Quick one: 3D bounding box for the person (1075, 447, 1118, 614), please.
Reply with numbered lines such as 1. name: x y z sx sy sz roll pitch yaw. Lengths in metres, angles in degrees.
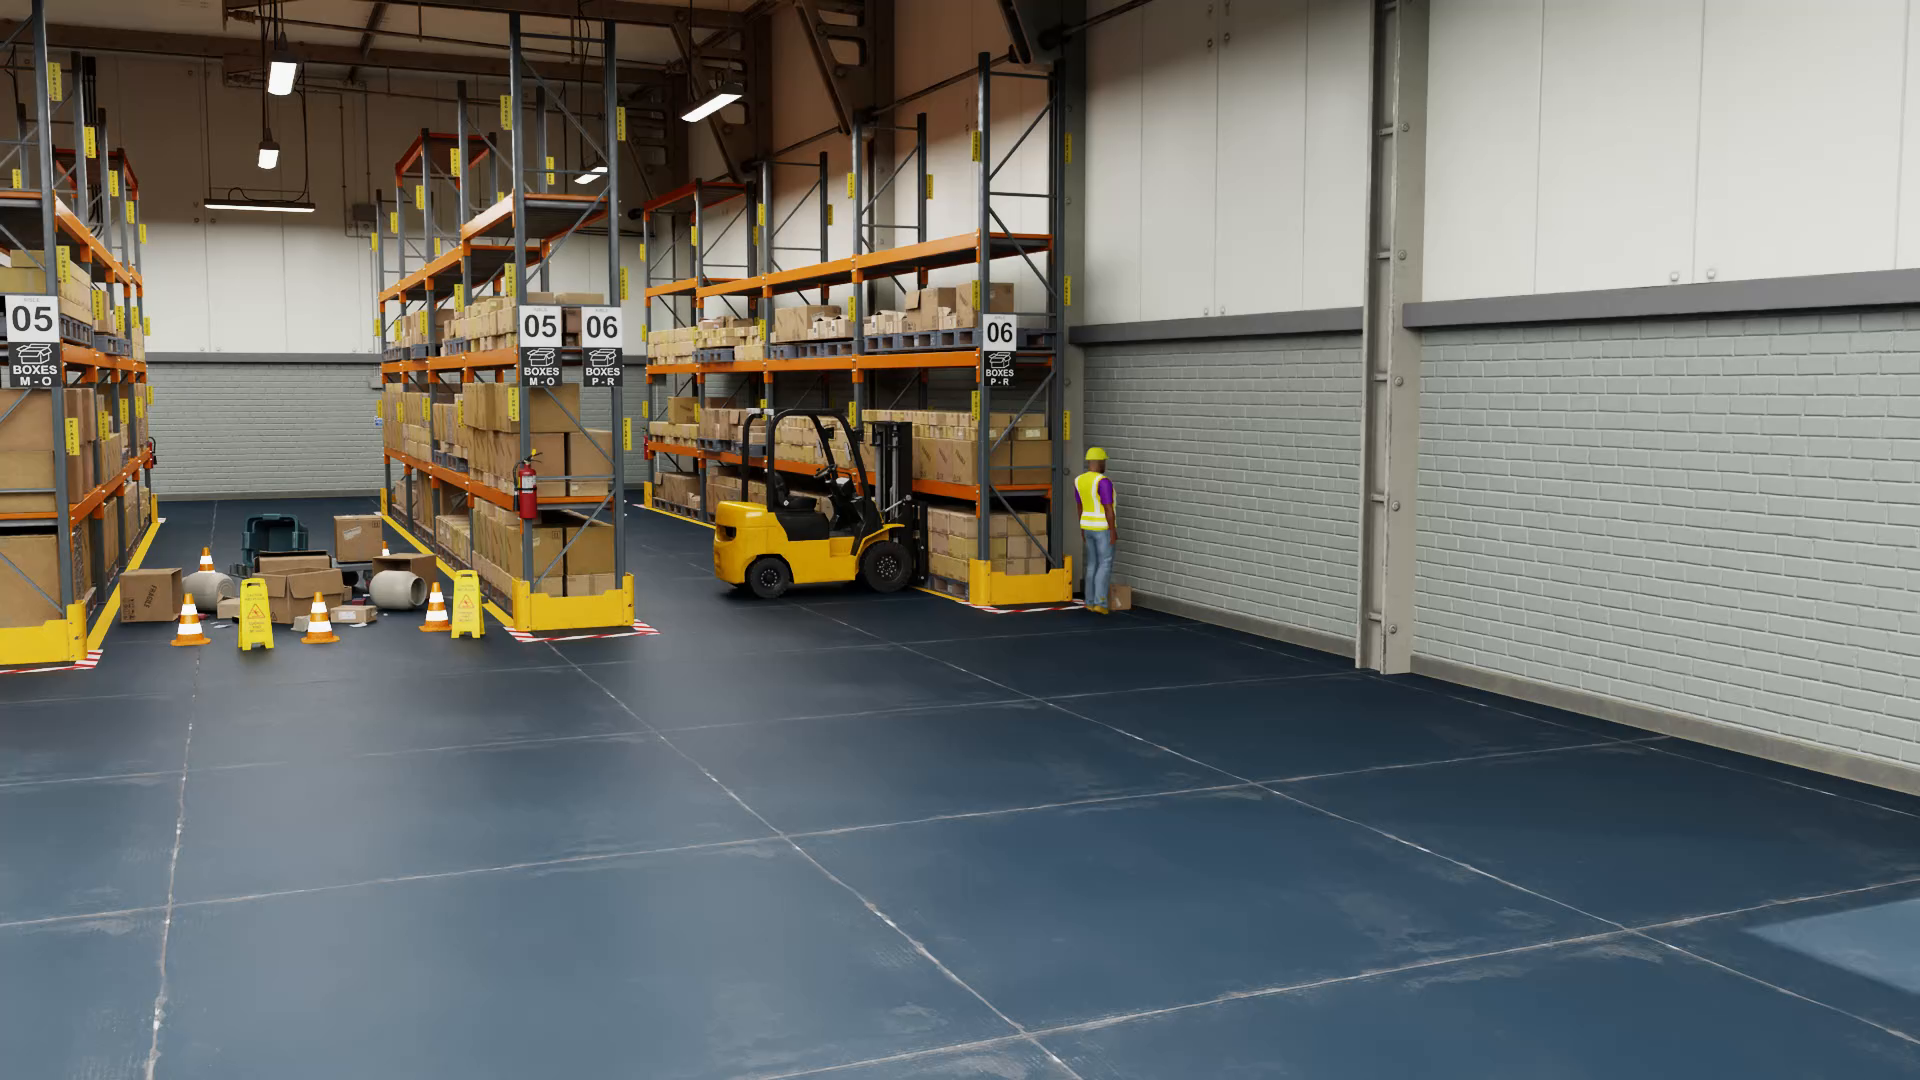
1. person: 1.497 -0.082 17.866 0.424 1.829 0.569 -4 6 -34
